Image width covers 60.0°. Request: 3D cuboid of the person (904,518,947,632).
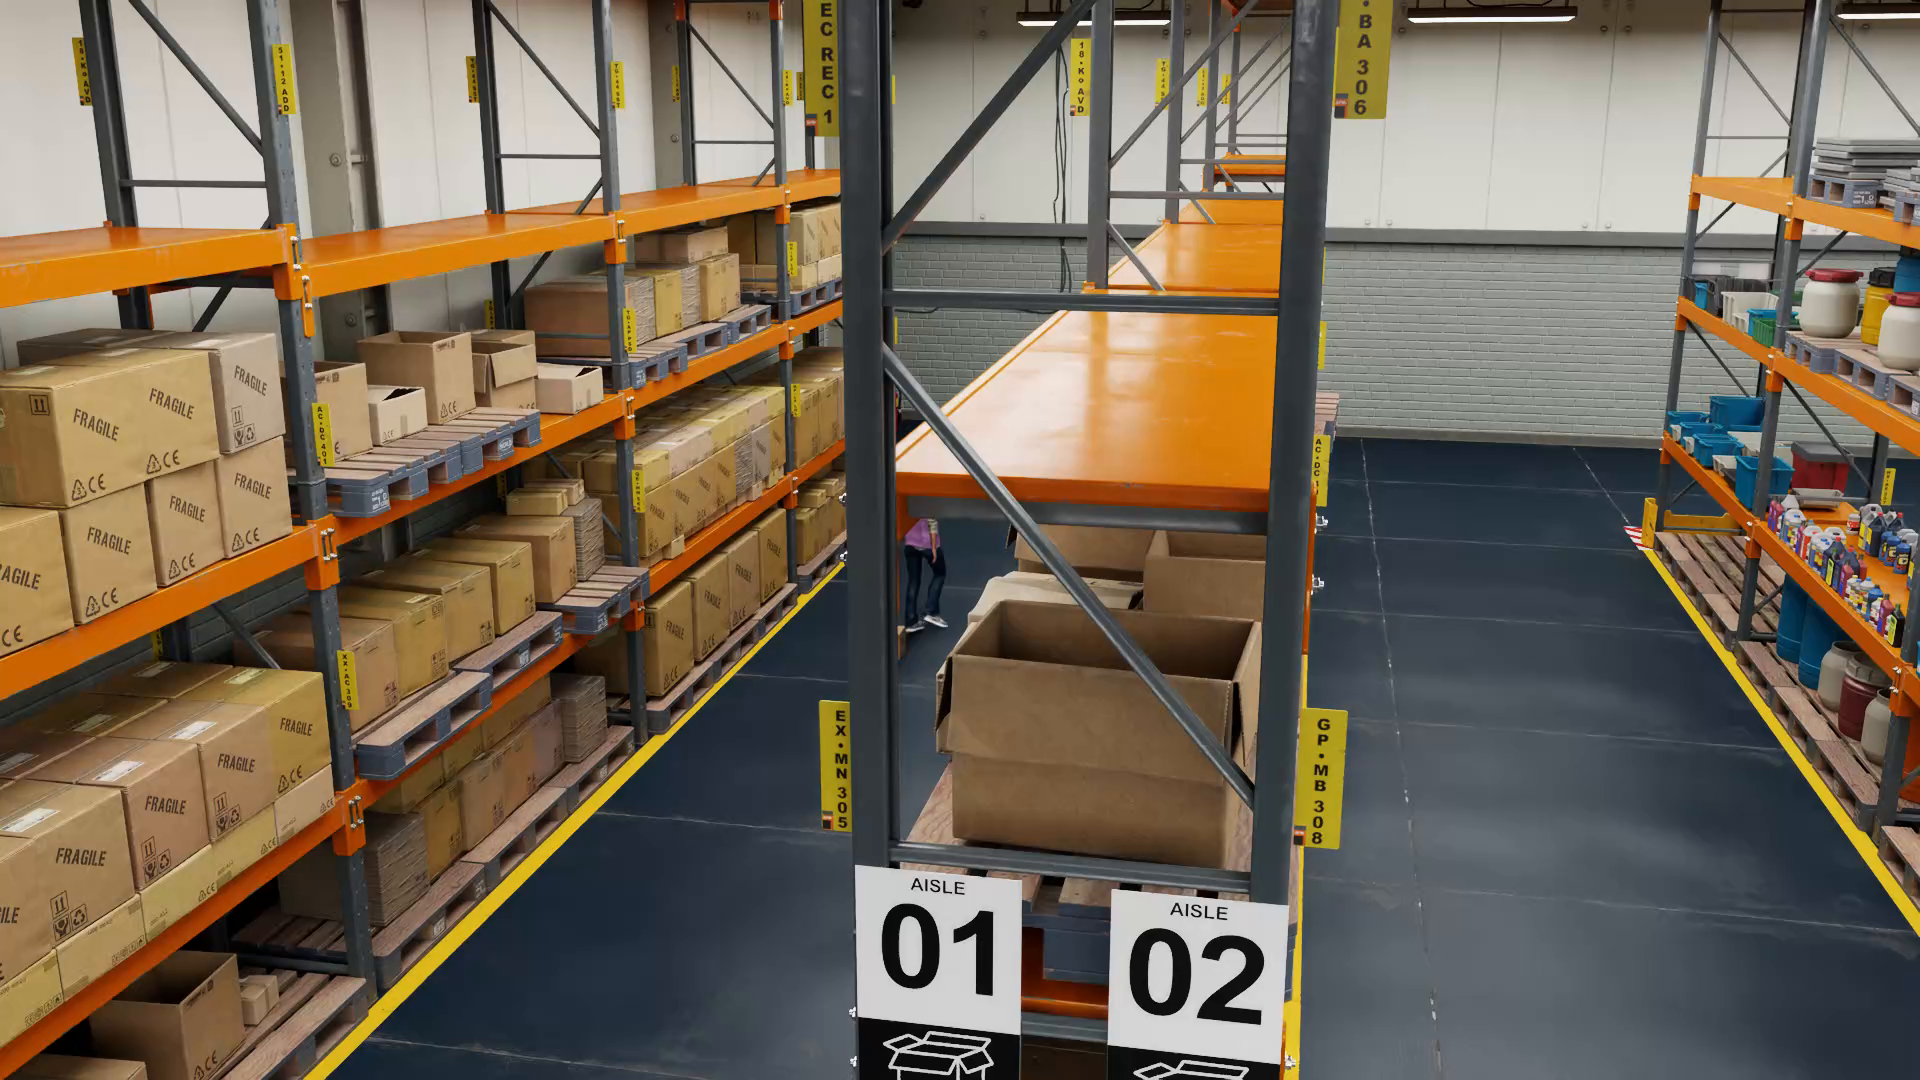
[{"bbox_3d":[-0.382,0.081,15.696,0.443,1.593,0.510,8,17,28],"label":"person"}]
